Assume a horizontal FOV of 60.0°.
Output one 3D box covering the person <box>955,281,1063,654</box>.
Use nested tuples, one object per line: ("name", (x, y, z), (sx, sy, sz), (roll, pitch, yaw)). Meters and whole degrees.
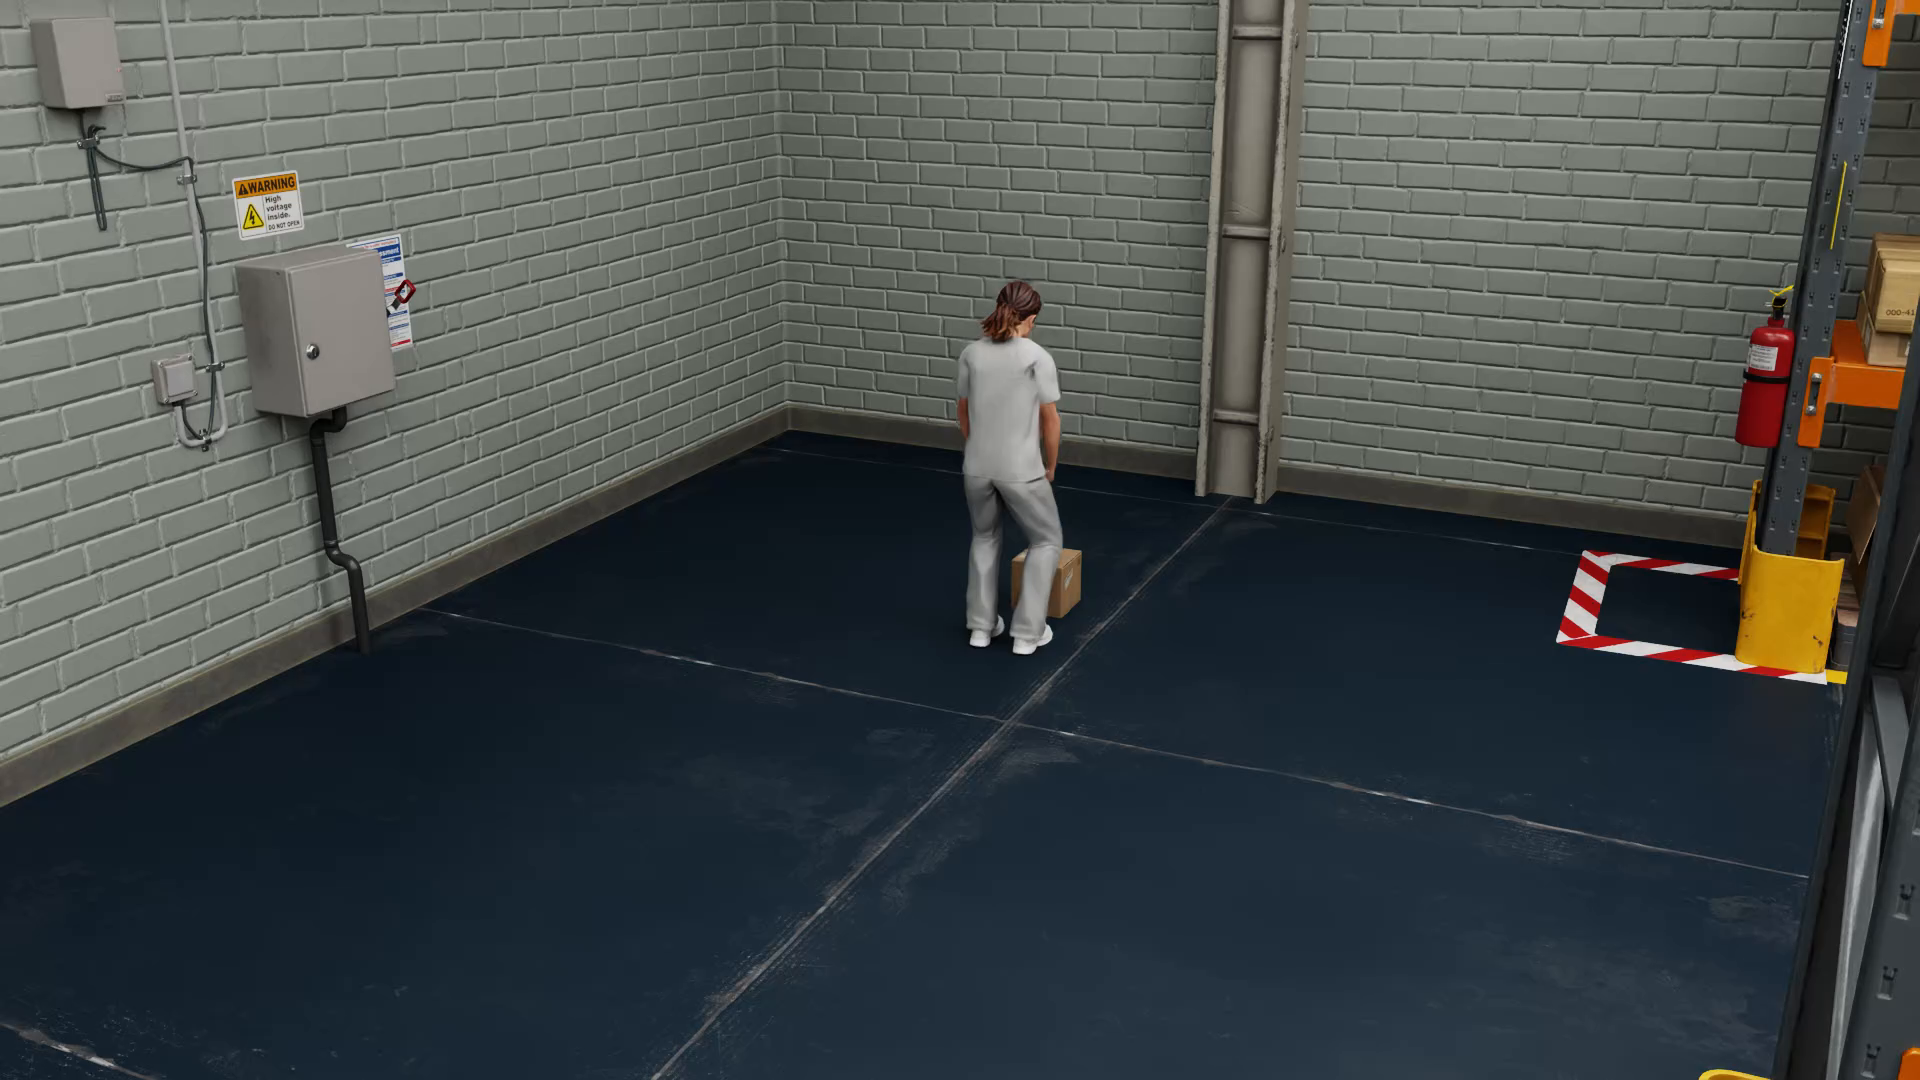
("person", (0.195, -0.302, 7.111), (0.475, 1.573, 0.467), (9, 21, 24))
